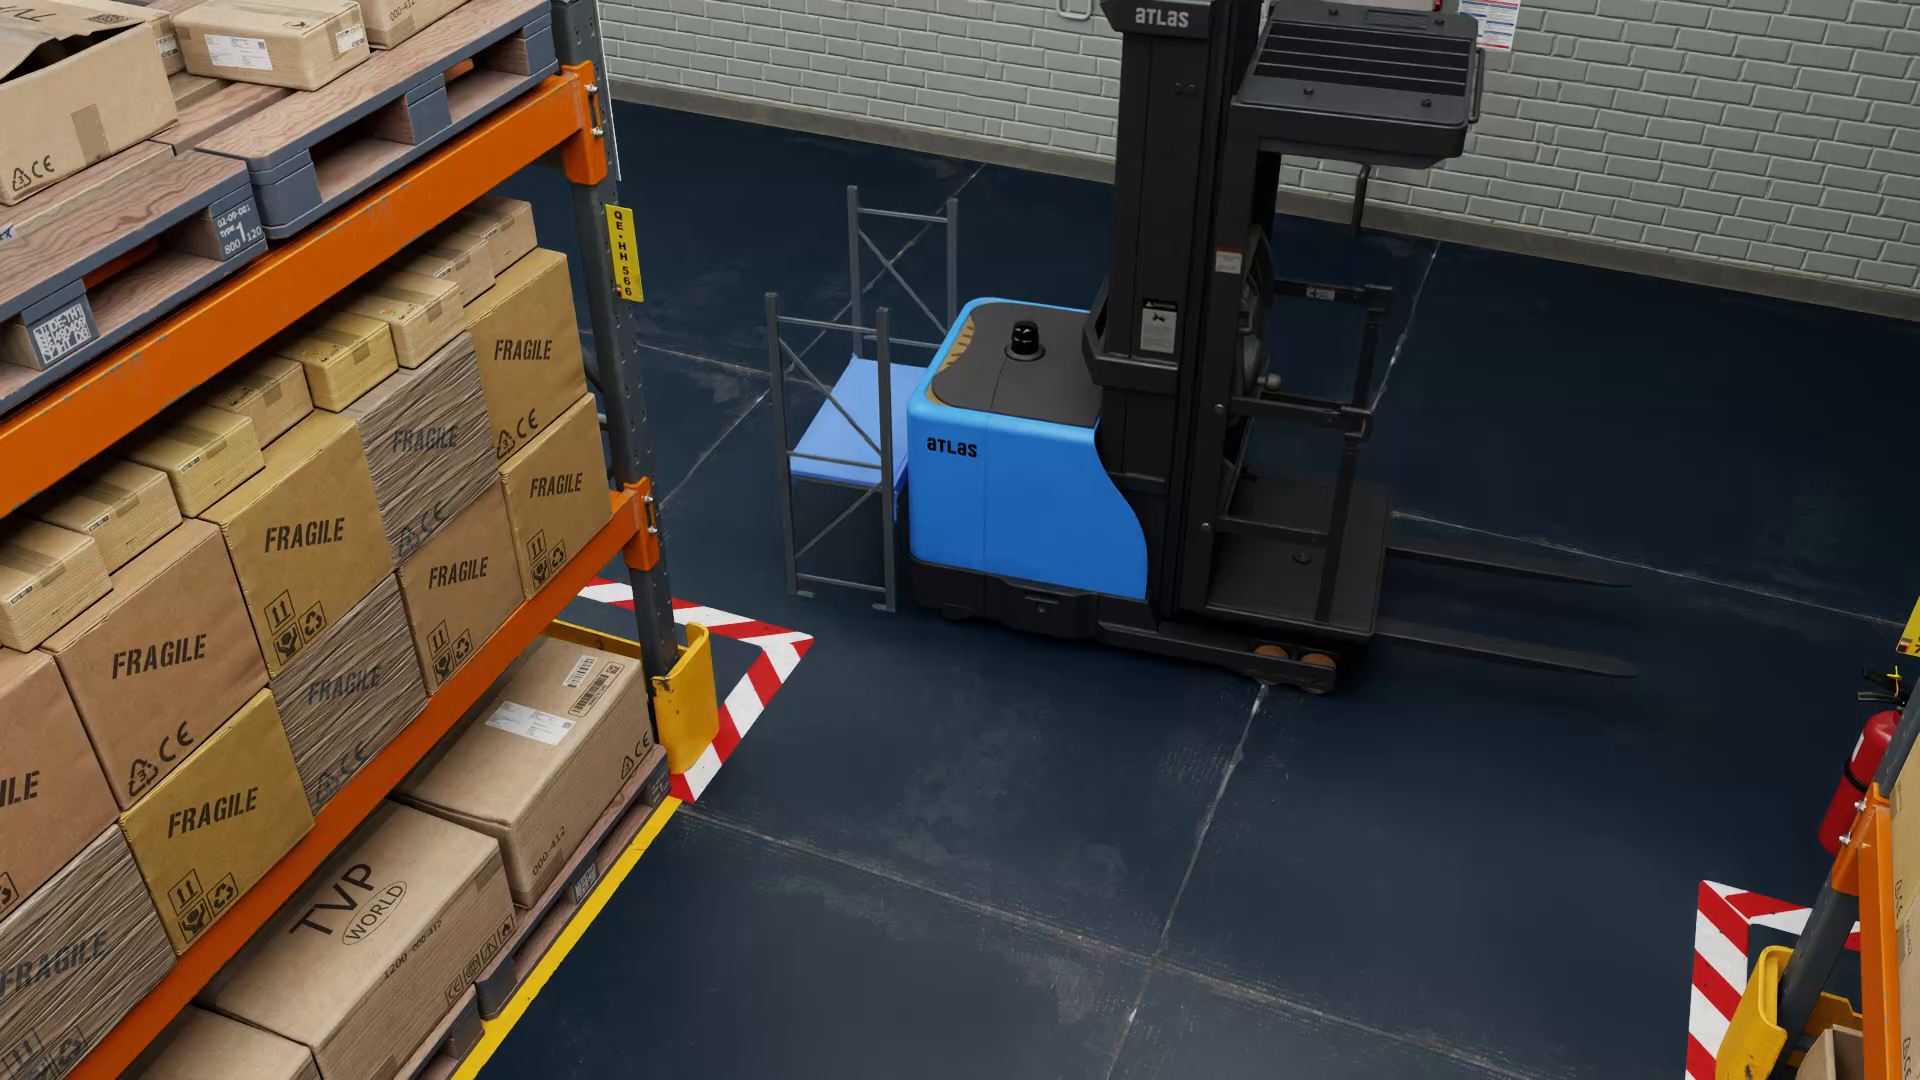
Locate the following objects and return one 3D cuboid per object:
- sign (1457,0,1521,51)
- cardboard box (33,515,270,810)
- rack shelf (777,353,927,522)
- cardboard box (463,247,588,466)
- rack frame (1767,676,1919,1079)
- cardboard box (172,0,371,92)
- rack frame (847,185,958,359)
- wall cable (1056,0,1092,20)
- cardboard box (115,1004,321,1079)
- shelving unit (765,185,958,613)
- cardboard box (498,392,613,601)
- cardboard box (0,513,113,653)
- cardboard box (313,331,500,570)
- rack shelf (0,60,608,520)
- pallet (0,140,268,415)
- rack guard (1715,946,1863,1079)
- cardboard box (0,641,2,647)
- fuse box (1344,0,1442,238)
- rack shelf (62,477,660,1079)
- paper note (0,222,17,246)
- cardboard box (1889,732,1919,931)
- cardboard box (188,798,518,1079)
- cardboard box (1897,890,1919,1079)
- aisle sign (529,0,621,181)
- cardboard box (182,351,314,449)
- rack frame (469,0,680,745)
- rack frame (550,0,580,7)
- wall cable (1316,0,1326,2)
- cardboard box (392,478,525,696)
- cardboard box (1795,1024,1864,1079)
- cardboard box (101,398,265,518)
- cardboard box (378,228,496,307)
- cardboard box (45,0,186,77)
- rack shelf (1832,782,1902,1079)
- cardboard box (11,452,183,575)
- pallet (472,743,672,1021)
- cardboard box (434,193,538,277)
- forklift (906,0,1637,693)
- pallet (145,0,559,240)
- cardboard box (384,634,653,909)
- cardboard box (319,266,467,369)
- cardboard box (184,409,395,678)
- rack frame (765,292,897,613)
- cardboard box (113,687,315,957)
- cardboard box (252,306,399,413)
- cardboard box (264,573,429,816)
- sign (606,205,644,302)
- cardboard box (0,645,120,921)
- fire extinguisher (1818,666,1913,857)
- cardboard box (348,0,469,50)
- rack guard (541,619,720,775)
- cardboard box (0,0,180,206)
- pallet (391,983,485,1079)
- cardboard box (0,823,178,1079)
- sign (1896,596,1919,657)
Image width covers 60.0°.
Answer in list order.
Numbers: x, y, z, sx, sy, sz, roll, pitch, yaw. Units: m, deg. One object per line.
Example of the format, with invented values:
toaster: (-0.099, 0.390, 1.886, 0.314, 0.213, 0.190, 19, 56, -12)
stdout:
sign: (2.979, -3.016, 9.359, 0.329, 0.494, 0.001, 14, 39, 18)
cardboard box: (-2.087, 0.244, 3.999, 0.500, 0.500, 0.500, 14, 39, 17)
rack shelf: (-0.387, -0.478, 7.438, 0.538, 0.185, 1.000, 9, 38, 12)
cardboard box: (-1.531, -0.603, 5.133, 0.500, 0.500, 0.500, 15, 39, 19)
rack frame: (3.024, 0.645, 4.382, 1.000, 3.000, 0.127, 14, 39, 18)
cardboard box: (-1.741, -1.273, 4.218, 0.380, 0.149, 0.250, 11, 38, 14)
rack frame: (-0.252, -0.916, 7.723, 0.500, 1.500, 0.032, 9, 38, 12)
wall cable: (0.556, -4.030, 9.762, 0.585, 1.953, 0.123, 14, 39, 18)
cardboard box: (-2.411, 1.770, 4.666, 0.875, 0.438, 0.875, 13, 39, 16)
shelving unit: (-0.387, -0.622, 7.330, 0.538, 1.500, 1.048, 9, 38, 12)
cardboard box: (-1.506, -0.196, 5.424, 0.500, 0.500, 0.500, 14, 39, 18)
cardboard box: (-2.132, 0.076, 3.682, 0.380, 0.149, 0.250, 14, 39, 18)
cardboard box: (-1.702, -0.307, 4.737, 0.500, 0.500, 0.500, 14, 39, 18)
rack shelf: (-2.328, -0.290, 3.728, 1.077, 0.370, 4.000, 14, 39, 18)
pallet: (-2.303, -0.559, 3.561, 1.003, 0.211, 1.213, 14, 39, 18)
rack guard: (2.995, 1.688, 5.074, 1.175, 0.500, 0.348, 14, 39, 18)
cardboard box: (-2.290, 0.196, 3.521, 0.380, 0.149, 0.250, 14, 39, 18)
fuse box: (2.444, -2.536, 9.713, 0.539, 1.711, 0.414, 14, 39, 18)
rack shelf: (-2.328, 0.912, 4.626, 1.077, 0.370, 4.000, 14, 39, 18)
paper note: (-1.828, -0.559, 3.133, 0.006, 0.032, 0.123, 14, 39, 18)
cardboard box: (2.602, 0.776, 4.084, 0.500, 0.250, 0.500, 14, 39, 18)
cardboard box: (-2.067, 1.271, 5.333, 0.875, 0.438, 0.875, 15, 39, 19)
cardboard box: (2.411, 1.055, 3.710, 0.500, 0.250, 0.500, 14, 39, 18)
aisle sign: (-1.253, -1.494, 5.072, 0.394, 0.787, 0.004, 14, 39, 18)
cardboard box: (-1.912, -0.373, 4.283, 0.380, 0.149, 0.250, 13, 39, 17)
rack frame: (-1.567, -0.484, 5.892, 1.000, 3.000, 0.127, 14, 39, 18)
rack frame: (-1.567, -2.887, 4.096, 1.000, 3.000, 0.127, 14, 39, 18)
wall cable: (1.872, -3.701, 9.348, 0.588, 1.984, 0.122, 14, 39, 18)
cardboard box: (-1.711, 0.078, 5.057, 0.500, 0.500, 0.500, 13, 39, 17)
cardboard box: (2.704, 1.794, 4.579, 0.797, 0.503, 0.637, 12, 39, 16)
cardboard box: (-1.954, -0.221, 4.079, 0.380, 0.149, 0.250, 15, 39, 19)
cardboard box: (-1.593, -0.794, 4.846, 0.380, 0.149, 0.250, 15, 39, 19)
cardboard box: (-2.194, -1.243, 4.177, 0.380, 0.149, 0.250, 15, 39, 19)
rack shelf: (2.263, 2.040, 3.116, 1.077, 0.370, 4.000, 14, 39, 18)
cardboard box: (-2.071, -0.080, 3.891, 0.380, 0.149, 0.250, 15, 39, 19)
pallet: (-1.799, 1.094, 6.110, 1.003, 0.211, 1.213, 14, 39, 18)
cardboard box: (-1.519, -0.940, 5.041, 0.380, 0.149, 0.250, 14, 39, 18)
forklift: (1.344, -0.894, 6.497, 3.031, 2.935, 1.130, 10, 38, 13)
pallet: (-1.840, -1.237, 4.468, 1.003, 0.211, 1.213, 14, 39, 18)
cardboard box: (-1.726, 0.763, 6.014, 0.875, 0.438, 0.875, 13, 39, 16)
cardboard box: (-1.614, -0.632, 4.629, 0.380, 0.149, 0.250, 13, 39, 17)
cardboard box: (-1.894, -0.034, 4.371, 0.500, 0.500, 0.500, 14, 39, 18)
rack frame: (-0.521, -0.329, 6.937, 0.500, 1.500, 0.032, 9, 38, 12)
cardboard box: (-2.082, 0.654, 4.286, 0.500, 0.500, 0.500, 15, 39, 19)
cardboard box: (-1.747, -0.502, 4.455, 0.380, 0.149, 0.250, 15, 39, 19)
cardboard box: (-1.898, 0.365, 4.673, 0.500, 0.500, 0.500, 15, 39, 19)
sign: (-1.071, -0.911, 5.298, 0.100, 0.325, 0.005, 14, 39, 18)
cardboard box: (-2.281, 0.523, 3.627, 0.500, 0.500, 0.500, 15, 39, 19)
fire extinguisher: (2.653, 0.639, 4.766, 0.296, 0.674, 0.183, 14, 39, 18)
cardboard box: (-1.655, -1.564, 4.522, 0.500, 0.250, 0.500, 10, 38, 14)
rack guard: (-1.558, 0.504, 6.658, 1.175, 0.500, 0.348, 14, 39, 18)
cardboard box: (-2.183, -1.040, 3.771, 0.500, 0.311, 0.500, 15, 39, 19)
pallet: (-2.265, 1.767, 5.210, 1.003, 0.211, 1.213, 14, 39, 18)
cardboard box: (-2.278, 0.939, 3.905, 0.500, 0.500, 0.500, 14, 39, 18)
sign: (2.522, 0.175, 4.288, 0.100, 0.325, 0.005, 14, 39, 18)
